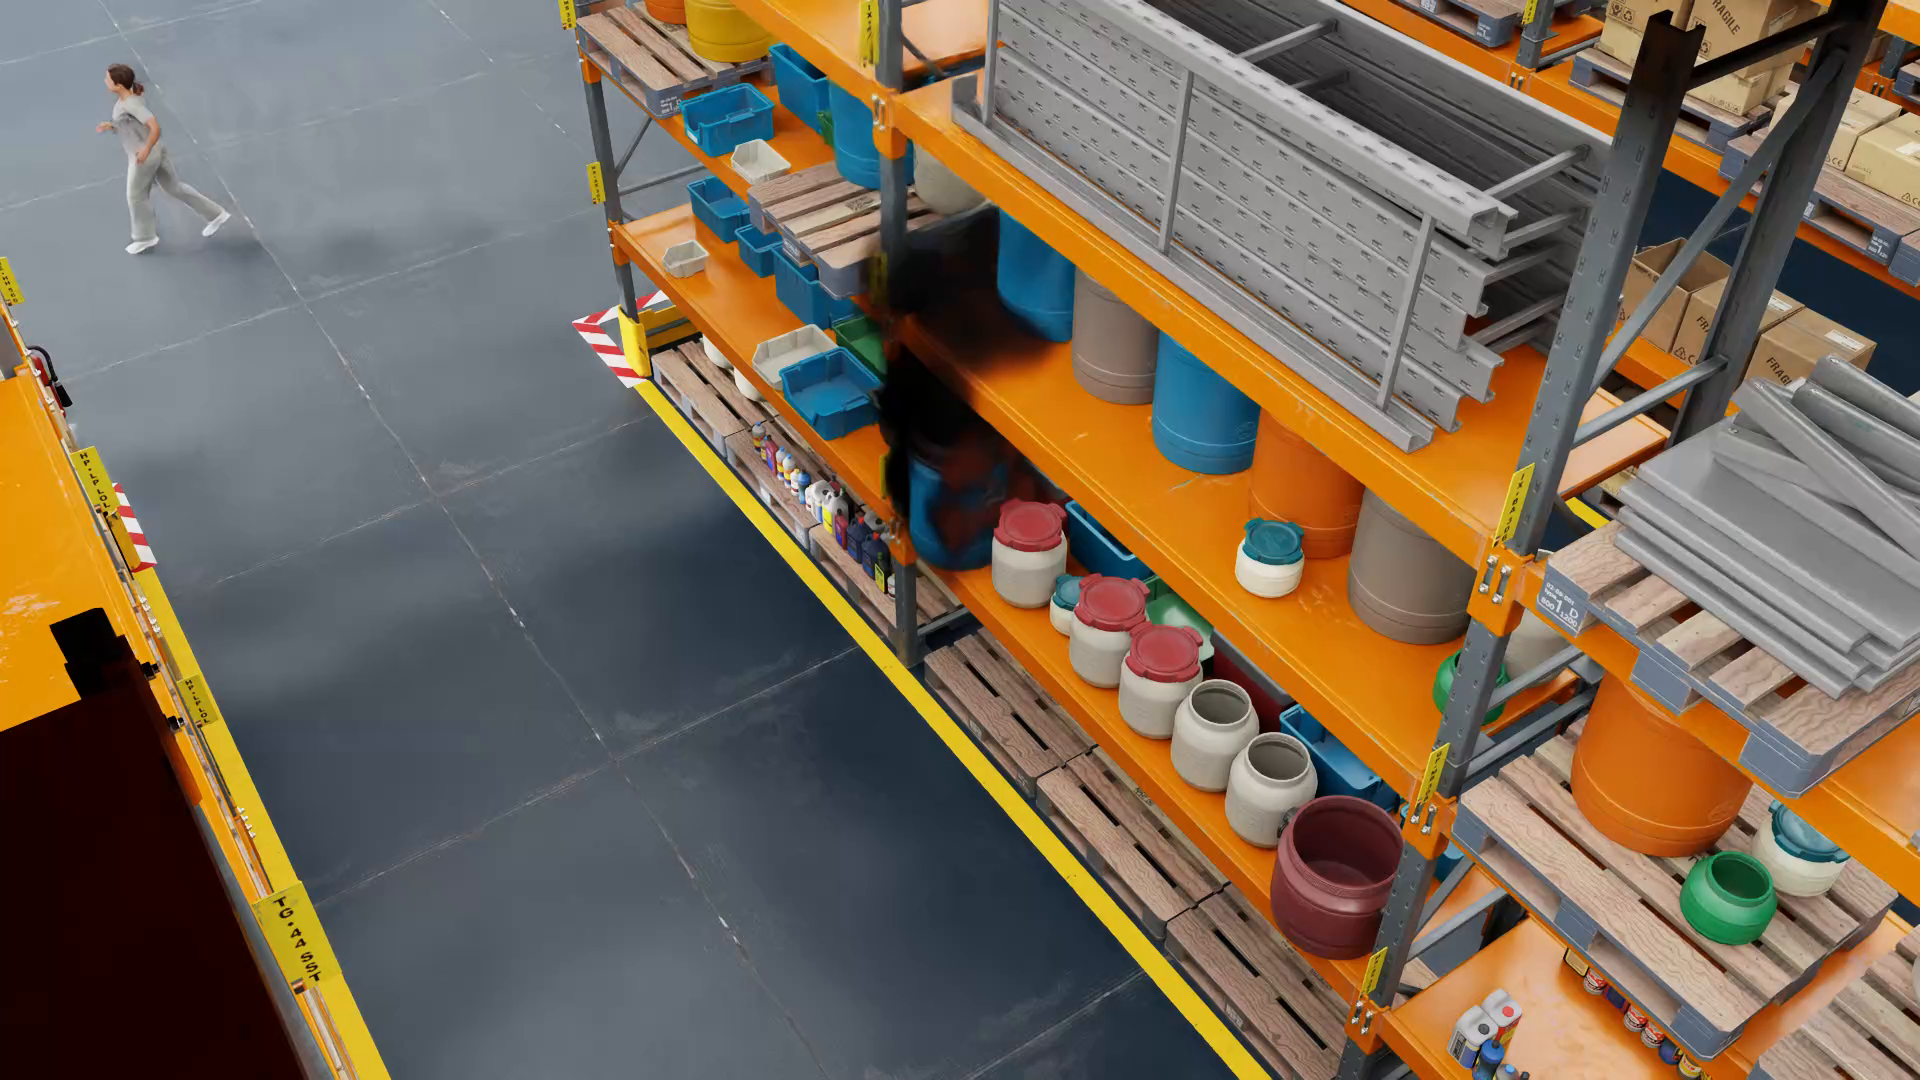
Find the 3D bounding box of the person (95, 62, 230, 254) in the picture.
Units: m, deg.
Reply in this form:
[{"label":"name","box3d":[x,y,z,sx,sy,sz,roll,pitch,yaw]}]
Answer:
[{"label":"person","box3d":[-6.810,-3.216,14.005,0.927,1.688,0.552,-7,43,-7]}]
